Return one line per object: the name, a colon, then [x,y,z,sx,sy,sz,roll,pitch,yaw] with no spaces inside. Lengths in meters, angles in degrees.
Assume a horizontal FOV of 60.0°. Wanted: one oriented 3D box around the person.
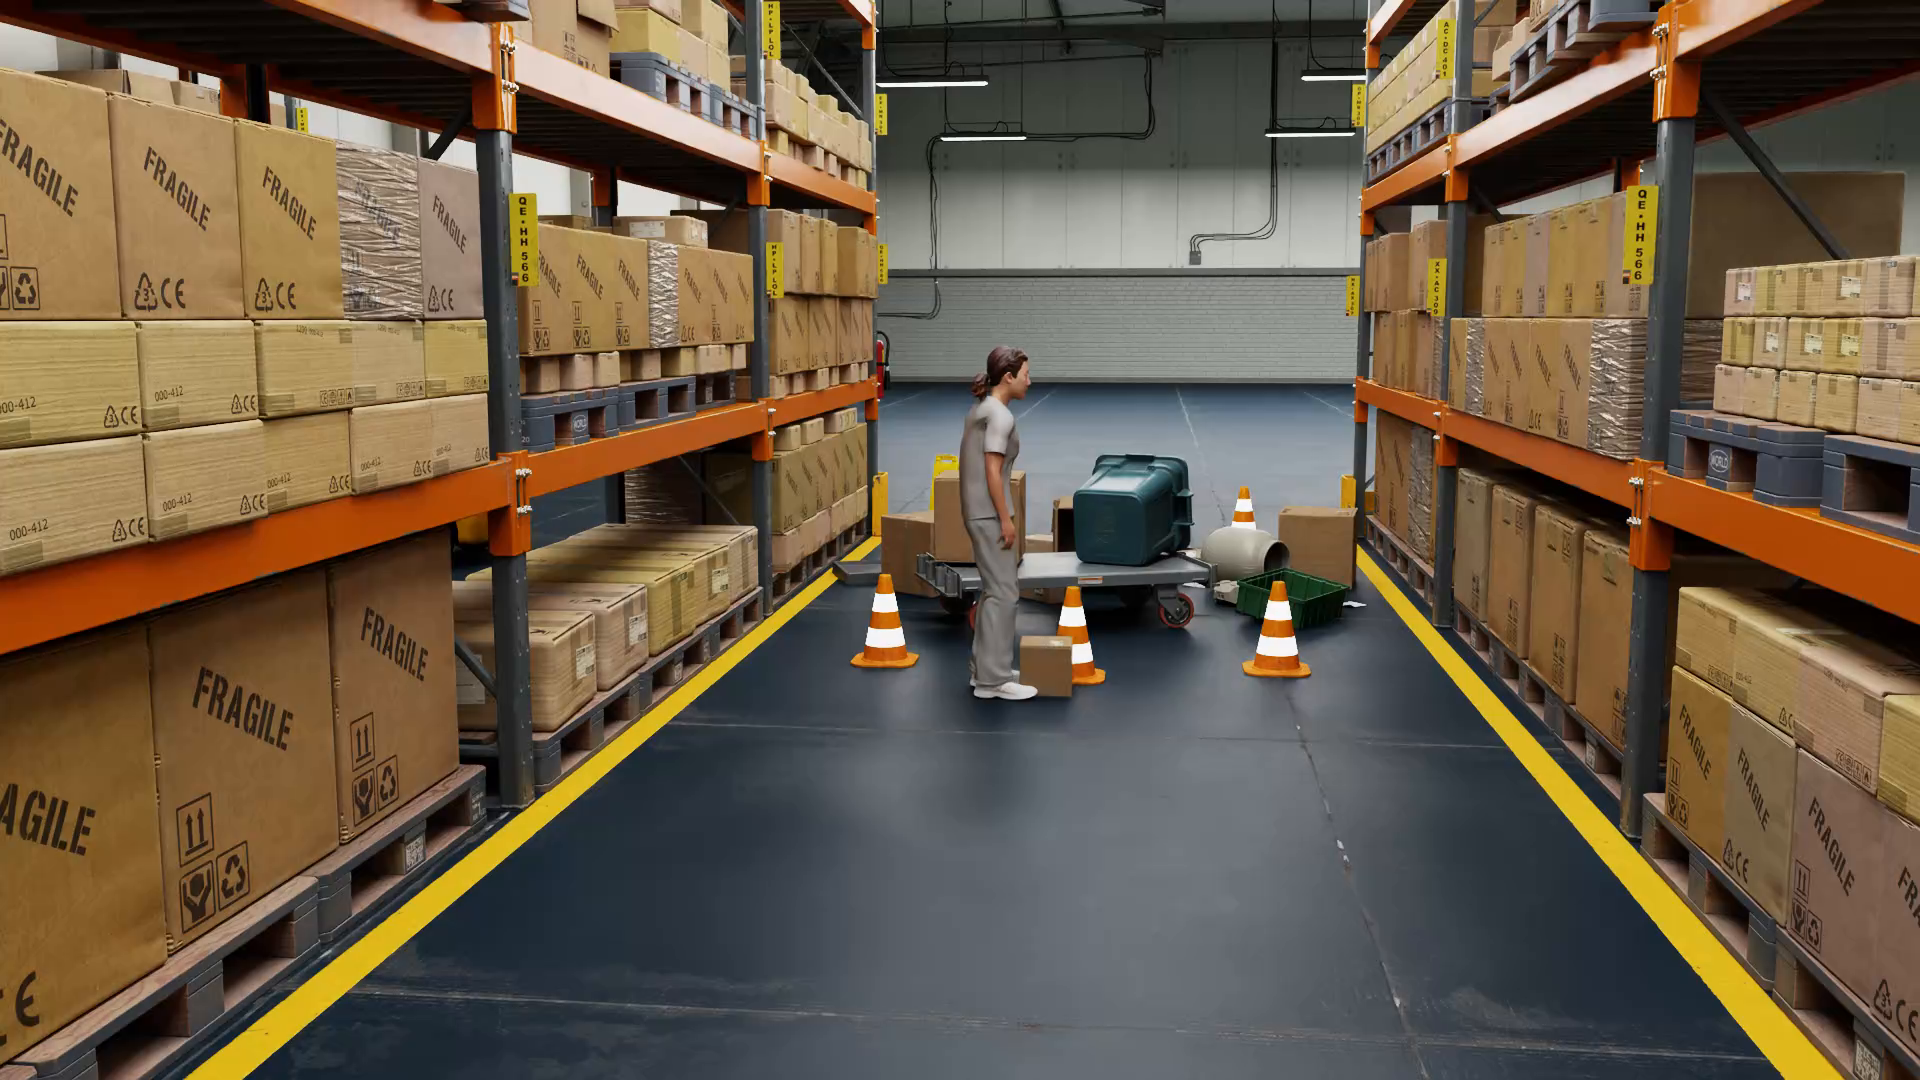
person: [0.181,-0.094,8.009,0.366,1.671,0.503,-1,8,-6]
